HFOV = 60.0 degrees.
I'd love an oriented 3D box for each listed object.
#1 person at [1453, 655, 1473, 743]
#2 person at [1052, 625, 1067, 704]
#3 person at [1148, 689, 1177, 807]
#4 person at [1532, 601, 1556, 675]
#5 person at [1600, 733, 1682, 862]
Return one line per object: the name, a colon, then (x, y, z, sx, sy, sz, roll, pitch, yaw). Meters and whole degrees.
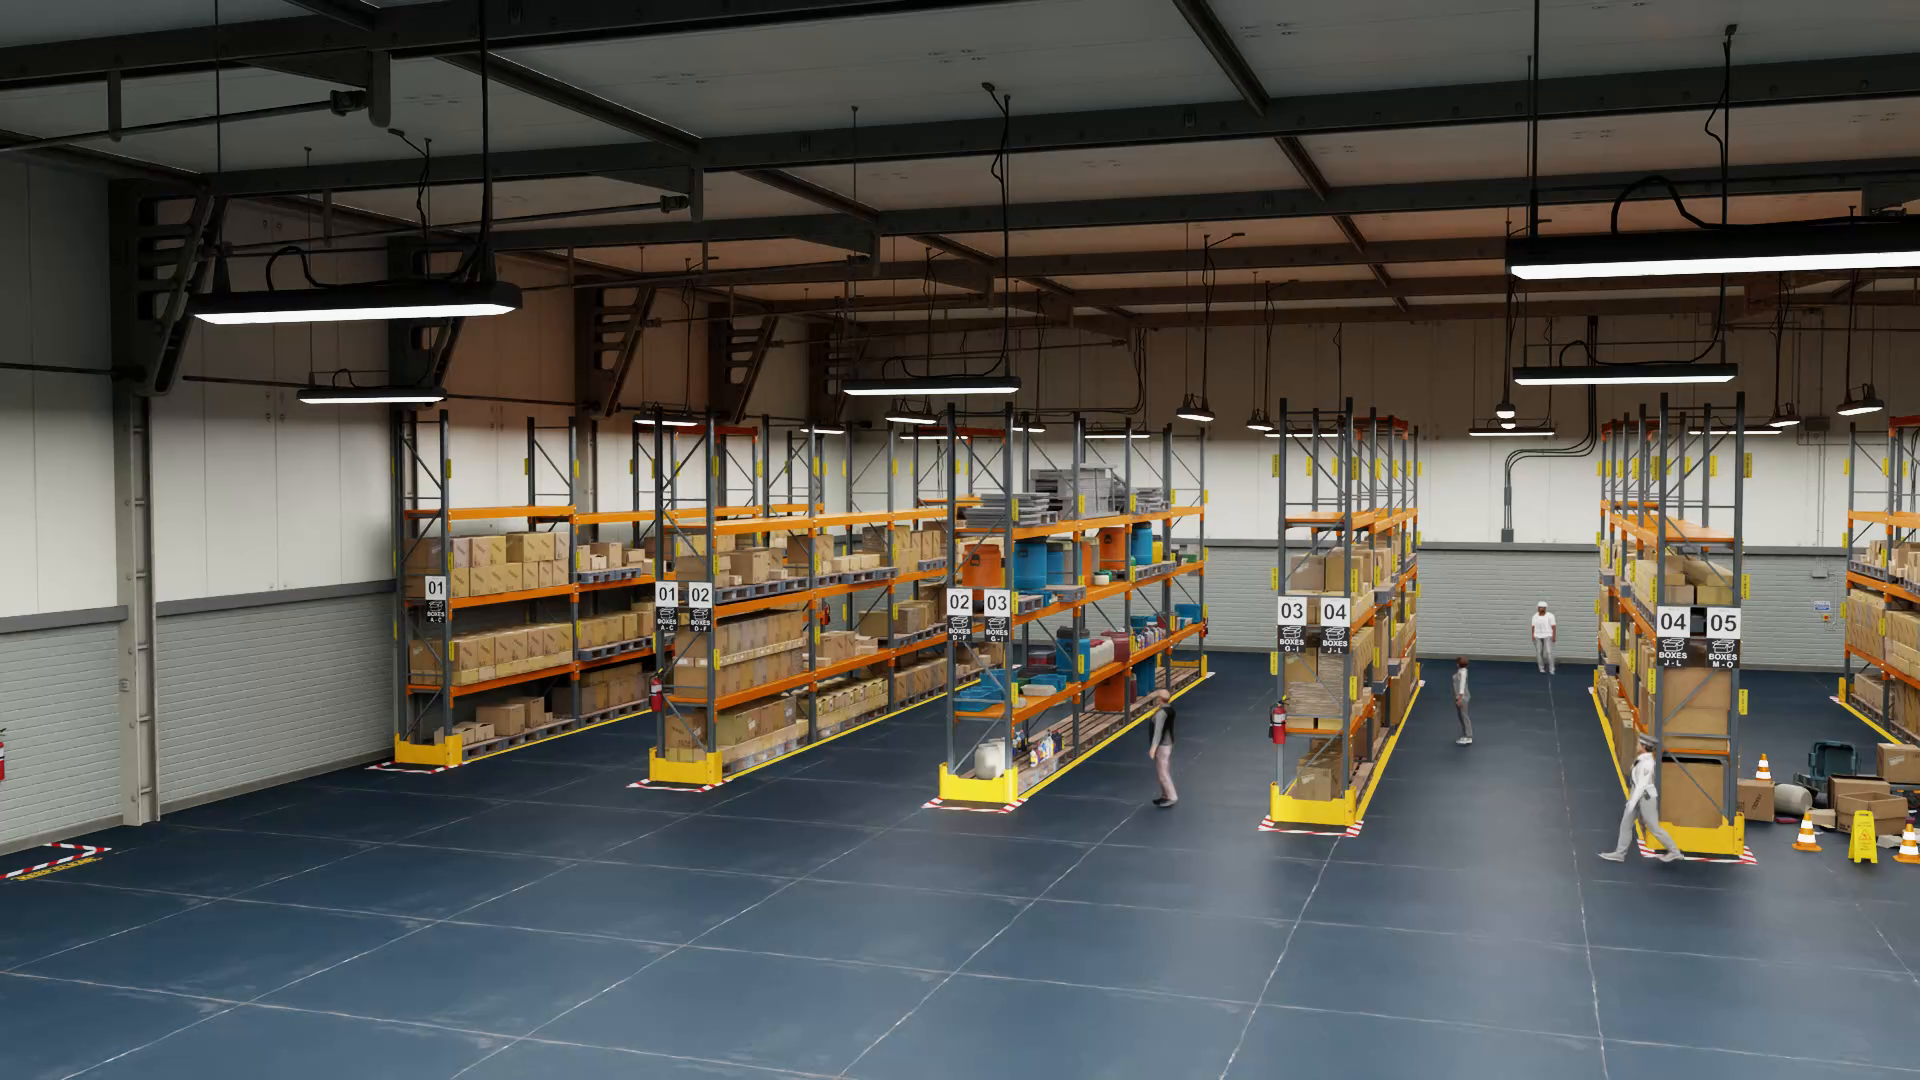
person: (9.183, 2.915, 30.369, 0.364, 1.618, 0.509, 0, 2, 4)
person: (2.086, 2.655, 35.305, 0.464, 1.686, 0.577, 1, 3, 14)
person: (3.013, 3.082, 24.671, 0.431, 1.735, 0.554, 0, 2, 10)
person: (14.288, 2.391, 40.723, 0.629, 1.785, 0.433, 2, 3, 37)
person: (8.639, 3.269, 21.046, 0.938, 1.643, 0.453, 0, 2, 3)
